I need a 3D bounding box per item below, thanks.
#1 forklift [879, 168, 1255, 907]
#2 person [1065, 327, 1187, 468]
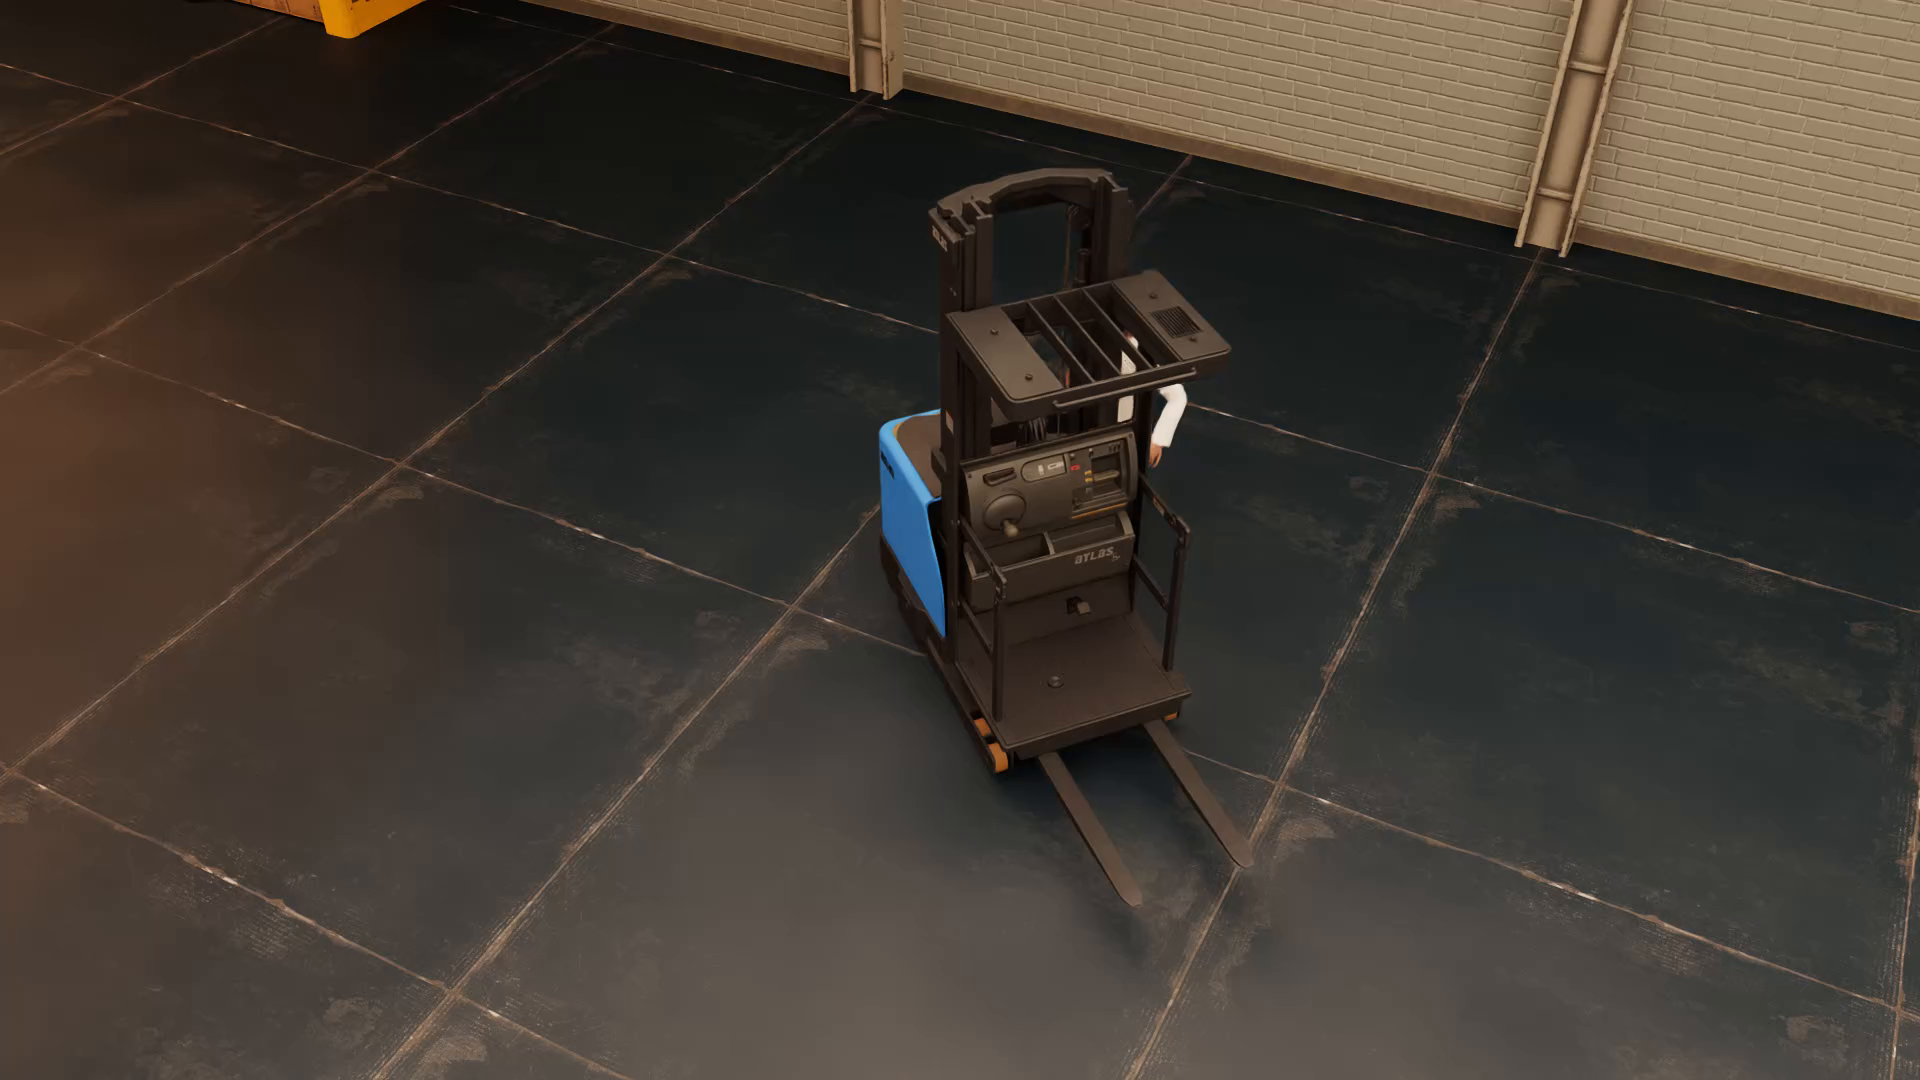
[{"bbox_3d":[0.549,-0.201,8.225,1.130,2.935,3.031,-15,42,-17],"label":"forklift"},{"bbox_3d":[0.849,-0.676,9.751,0.609,1.732,0.970,-18,43,-21],"label":"person"}]
